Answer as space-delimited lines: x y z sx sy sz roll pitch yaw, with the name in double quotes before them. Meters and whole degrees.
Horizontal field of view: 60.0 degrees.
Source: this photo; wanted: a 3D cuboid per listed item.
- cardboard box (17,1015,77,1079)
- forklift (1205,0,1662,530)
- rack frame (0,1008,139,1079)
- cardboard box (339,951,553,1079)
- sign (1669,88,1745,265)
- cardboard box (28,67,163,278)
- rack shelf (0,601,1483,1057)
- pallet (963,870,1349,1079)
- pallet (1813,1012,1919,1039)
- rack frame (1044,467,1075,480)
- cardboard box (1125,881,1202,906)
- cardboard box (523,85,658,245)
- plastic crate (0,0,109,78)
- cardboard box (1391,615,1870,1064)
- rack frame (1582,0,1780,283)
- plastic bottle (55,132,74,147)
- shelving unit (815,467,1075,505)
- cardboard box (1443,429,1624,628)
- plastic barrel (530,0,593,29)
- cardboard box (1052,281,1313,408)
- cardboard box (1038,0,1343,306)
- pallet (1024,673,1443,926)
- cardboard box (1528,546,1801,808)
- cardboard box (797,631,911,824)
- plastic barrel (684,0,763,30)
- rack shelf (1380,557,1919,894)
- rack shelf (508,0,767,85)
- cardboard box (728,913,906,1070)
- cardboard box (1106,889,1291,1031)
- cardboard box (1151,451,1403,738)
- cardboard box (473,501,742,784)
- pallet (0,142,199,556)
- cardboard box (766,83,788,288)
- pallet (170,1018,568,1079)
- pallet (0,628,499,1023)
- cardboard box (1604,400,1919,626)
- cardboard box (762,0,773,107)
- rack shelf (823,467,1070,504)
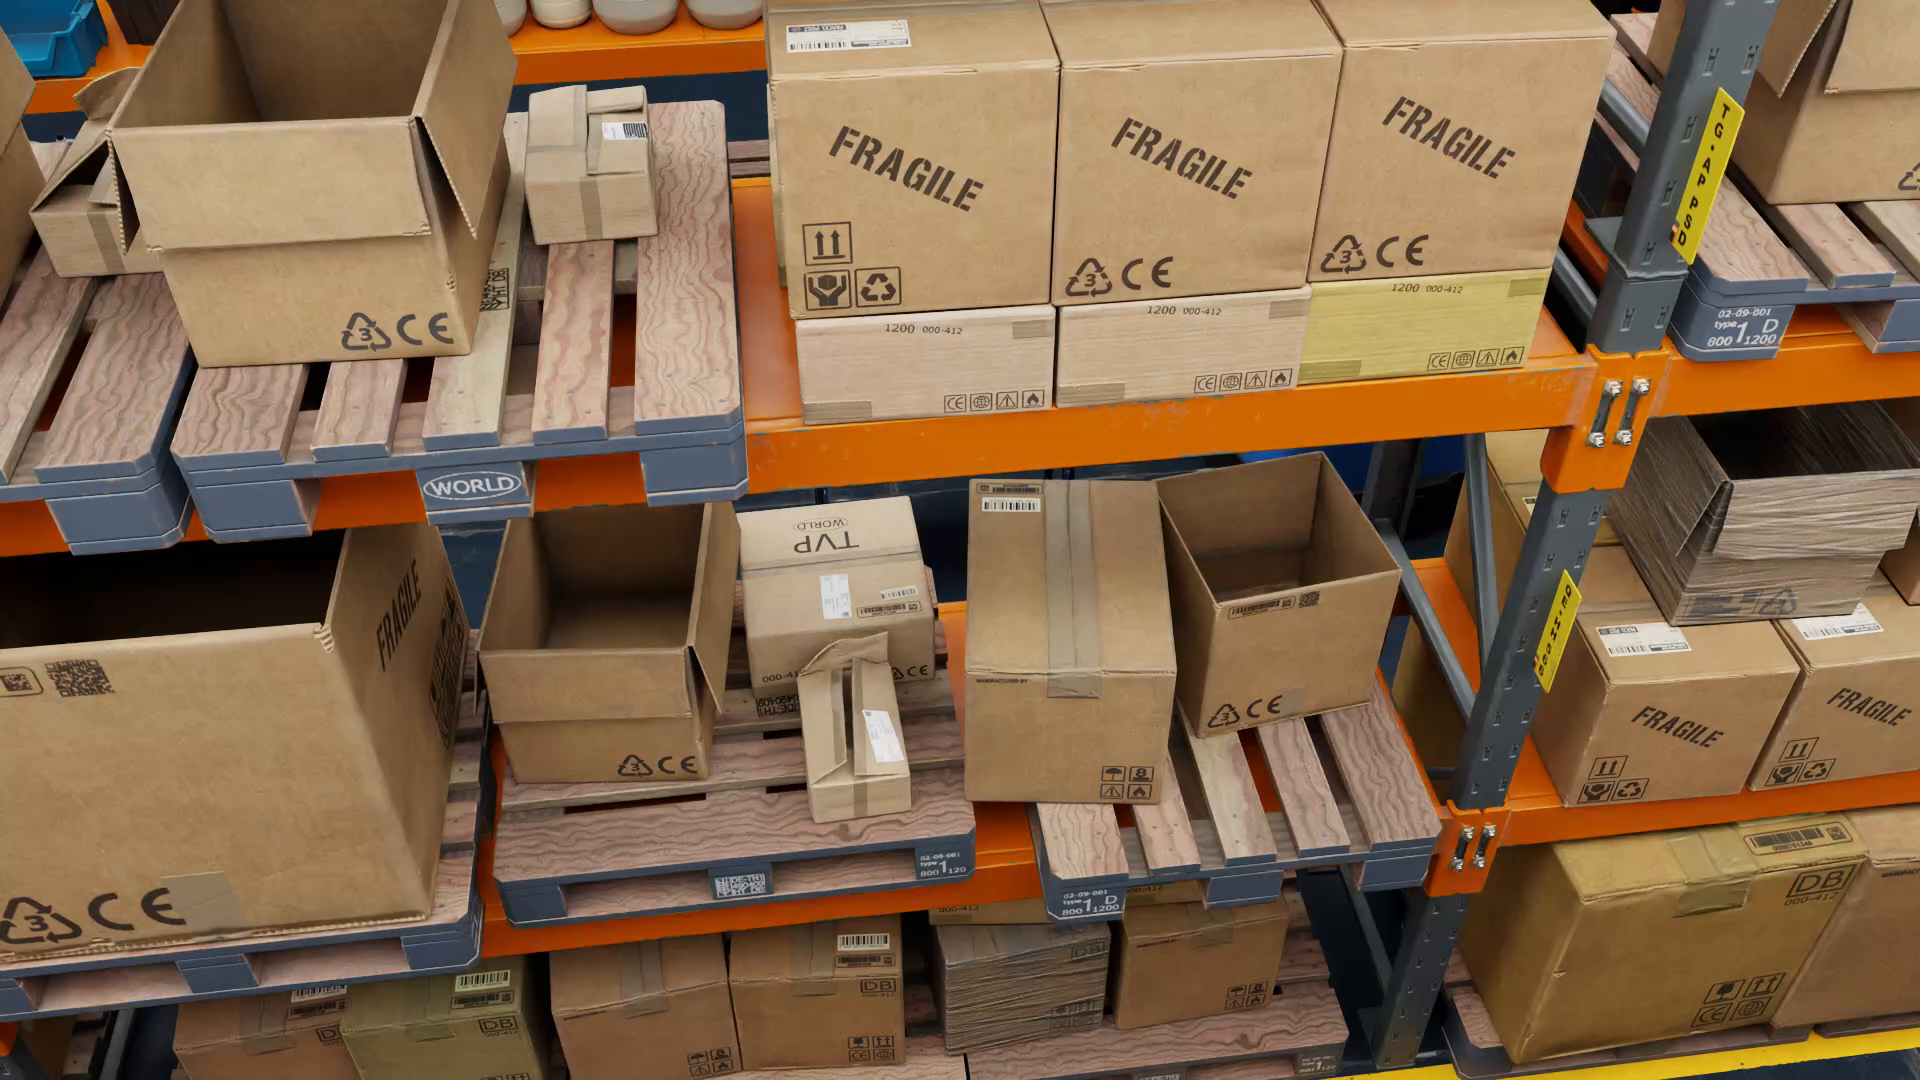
"cardboard box" -3.029 1.388 5.025 0.500 0.500 0.500 -6 42 -7
"forklift" 2.608 -1.605 6.841 3.031 2.935 1.130 -11 43 -12
"rack frame" -2.627 0.607 4.337 0.127 3.000 1.000 -5 42 -6
"cardboard box" -1.540 1.304 5.102 0.500 0.500 0.700 -5 42 -6
"sign" 1.408 -0.685 3.145 0.005 0.325 0.100 -5 42 -6
"cardboard box" -1.708 -0.761 3.401 0.258 0.266 0.396 -4 42 -4
"rack shelf" -0.644 0.701 4.771 4.000 0.370 1.077 -5 42 -6
"pallet" 0.564 1.362 5.582 1.213 0.211 1.003 -5 42 -6
"pallet" 3.338 1.173 5.792 1.213 0.211 1.003 -5 42 -6
"rack frame" 0.419 -0.594 6.788 0.032 1.500 0.500 -5 42 -6
"cardboard box" 0.679 0.825 5.074 0.500 0.250 0.500 -3 42 -4
"cardboard box" -0.781 -0.805 3.524 0.250 0.166 0.380 -6 42 -7
"plastic crate" -4.331 -2.350 7.727 0.616 0.251 0.499 -5 42 -6
"cardboard box" 2.026 0.847 5.344 0.875 0.875 1.225 -7 42 -8
"rack frame" 1.339 -1.968 2.713 0.127 3.000 1.000 -5 42 -6
"plastic bottle" -4.732 -2.014 8.892 0.185 0.351 0.144 -5 42 -6
"shelving unit" -0.085 -0.549 6.739 1.048 1.500 0.538 -5 42 -6
"cardboard box" 1.796 0.016 4.919 0.500 0.500 0.500 -4 42 -4
"plastic barrel" -1.937 -2.644 8.045 0.301 0.262 0.301 0 42 0
"cardboard box" 0.409 -0.542 3.484 0.500 0.250 0.500 -5 42 -6
"cardboard box" 0.392 -0.817 3.229 0.500 0.500 0.500 -5 42 -6
"pallet" 0.646 0.464 4.639 1.003 0.211 1.213 -5 42 -6
"cardboard box" 1.856 0.361 4.535 0.500 0.500 0.500 -4 42 -4
"cardboard box" -0.279 0.478 4.267 0.258 0.266 0.396 -6 42 -7
"plastic barrel" -1.136 -2.771 7.981 0.433 0.535 0.433 0 42 0
"rack shelf" 3.322 0.354 5.156 4.000 0.370 1.077 -5 42 -6
"rack shelf" -1.286 -2.589 8.417 4.000 0.370 1.077 -5 42 -6
"cardboard box" -0.432 1.207 5.210 0.500 0.500 0.700 -2 42 -2
"cardboard box" 0.677 1.096 5.333 0.500 0.500 0.700 -7 43 -8
"cardboard box" 0.809 0.140 4.467 0.500 0.500 0.500 -10 43 -11
"cardboard box" -0.920 0.201 4.397 0.637 0.503 0.797 -1 42 -1
"pallet" -2.001 -0.420 3.376 1.003 0.211 1.213 -5 42 -6
"cardboard box" -0.177 -0.831 3.804 0.500 0.250 0.500 -4 42 -5
"pallet" -1.855 1.574 5.347 1.213 0.211 1.003 -5 42 -6
"pallet" -1.850 0.709 4.368 1.213 0.211 1.003 -5 42 -6
"cardboard box" 2.066 -0.202 4.411 0.637 0.503 0.797 -4 42 -4
"cardboard box" -0.161 -1.117 3.561 0.500 0.500 0.500 -6 42 -7
"rack shelf" -0.085 -0.416 6.860 1.000 0.185 0.538 -5 42 -6
